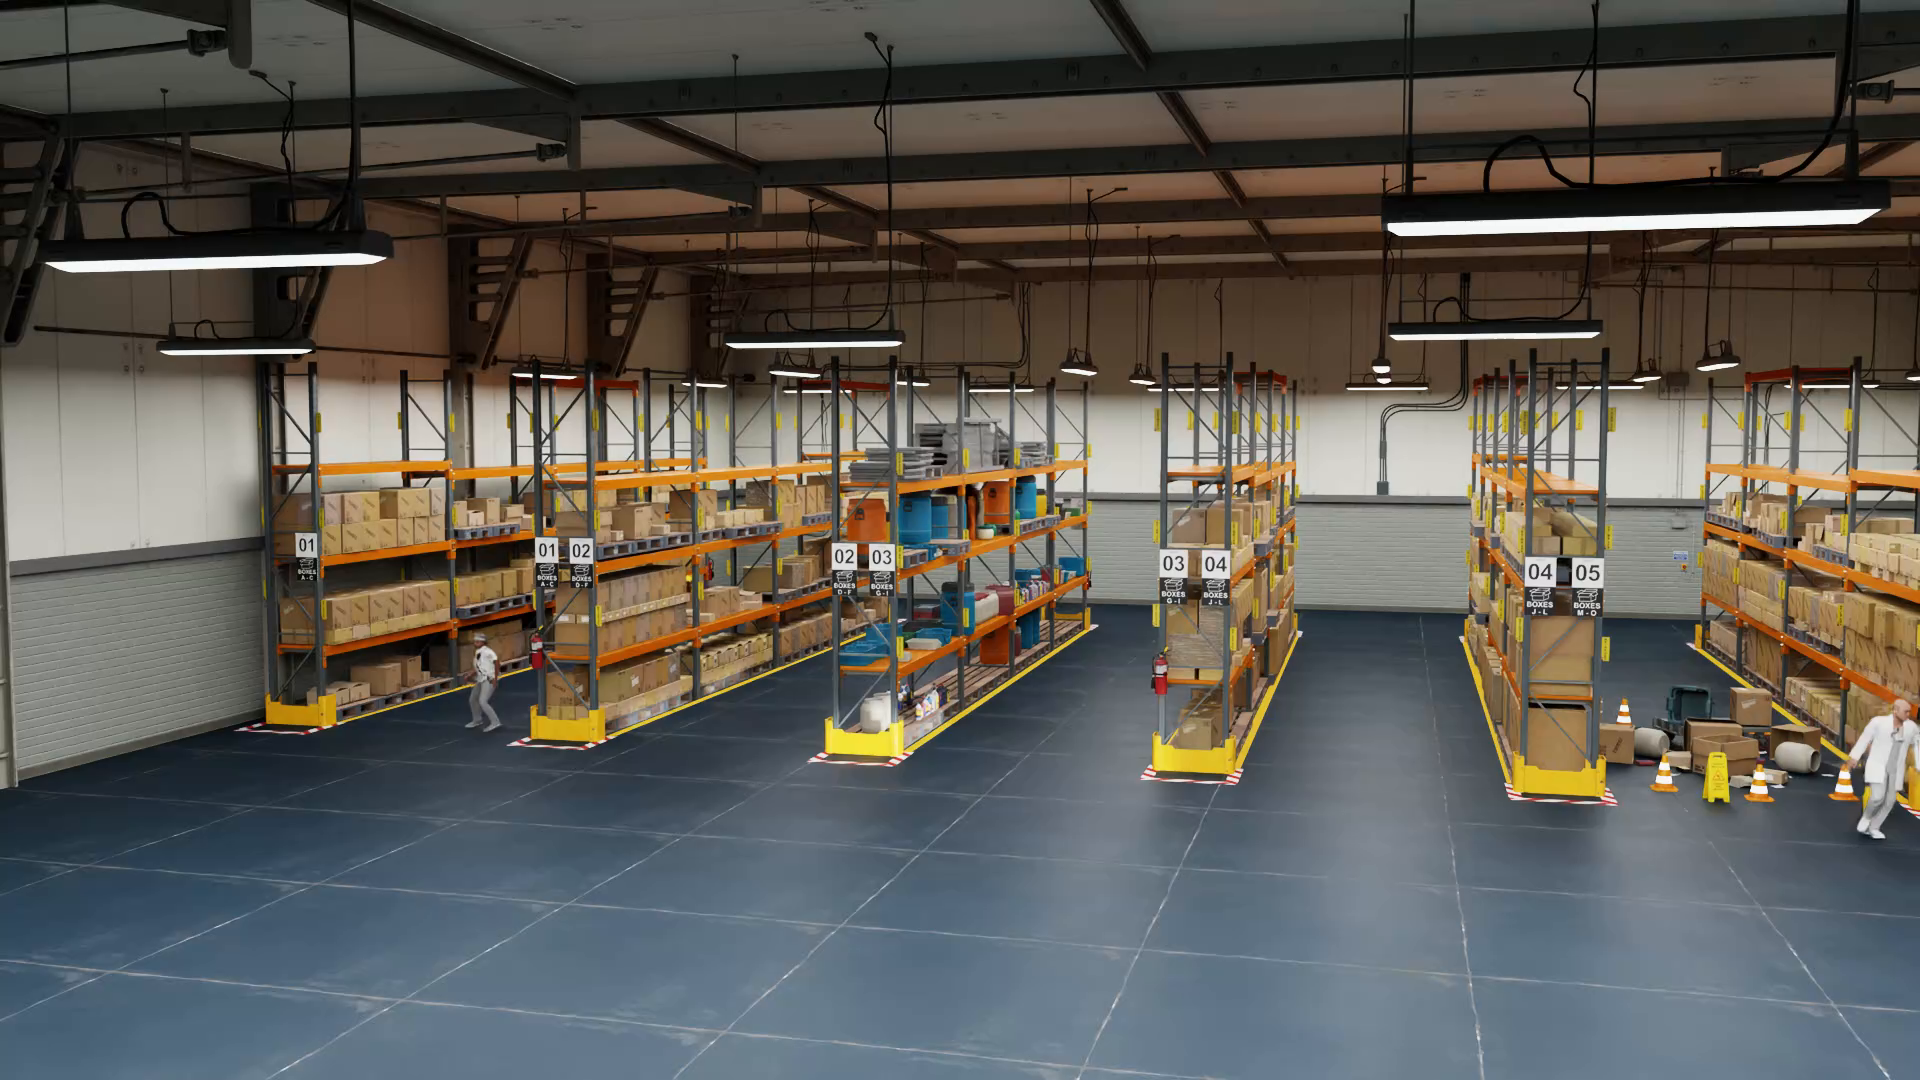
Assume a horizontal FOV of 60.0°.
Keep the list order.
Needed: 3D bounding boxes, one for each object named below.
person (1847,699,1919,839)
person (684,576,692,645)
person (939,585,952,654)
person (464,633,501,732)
[{"bbox_3d":[11.121,2.736,19.891,0.716,1.720,0.667,0,4,1],"label":"person"},{"bbox_3d":[-5.982,1.608,36.404,0.699,1.680,0.711,0,4,-3],"label":"person"},{"bbox_3d":[-0.145,1.721,36.282,0.611,1.572,0.984,2,5,27],"label":"person"},{"bbox_3d":[-7.842,2.305,27.115,0.528,1.613,0.831,-3,5,-37],"label":"person"}]
